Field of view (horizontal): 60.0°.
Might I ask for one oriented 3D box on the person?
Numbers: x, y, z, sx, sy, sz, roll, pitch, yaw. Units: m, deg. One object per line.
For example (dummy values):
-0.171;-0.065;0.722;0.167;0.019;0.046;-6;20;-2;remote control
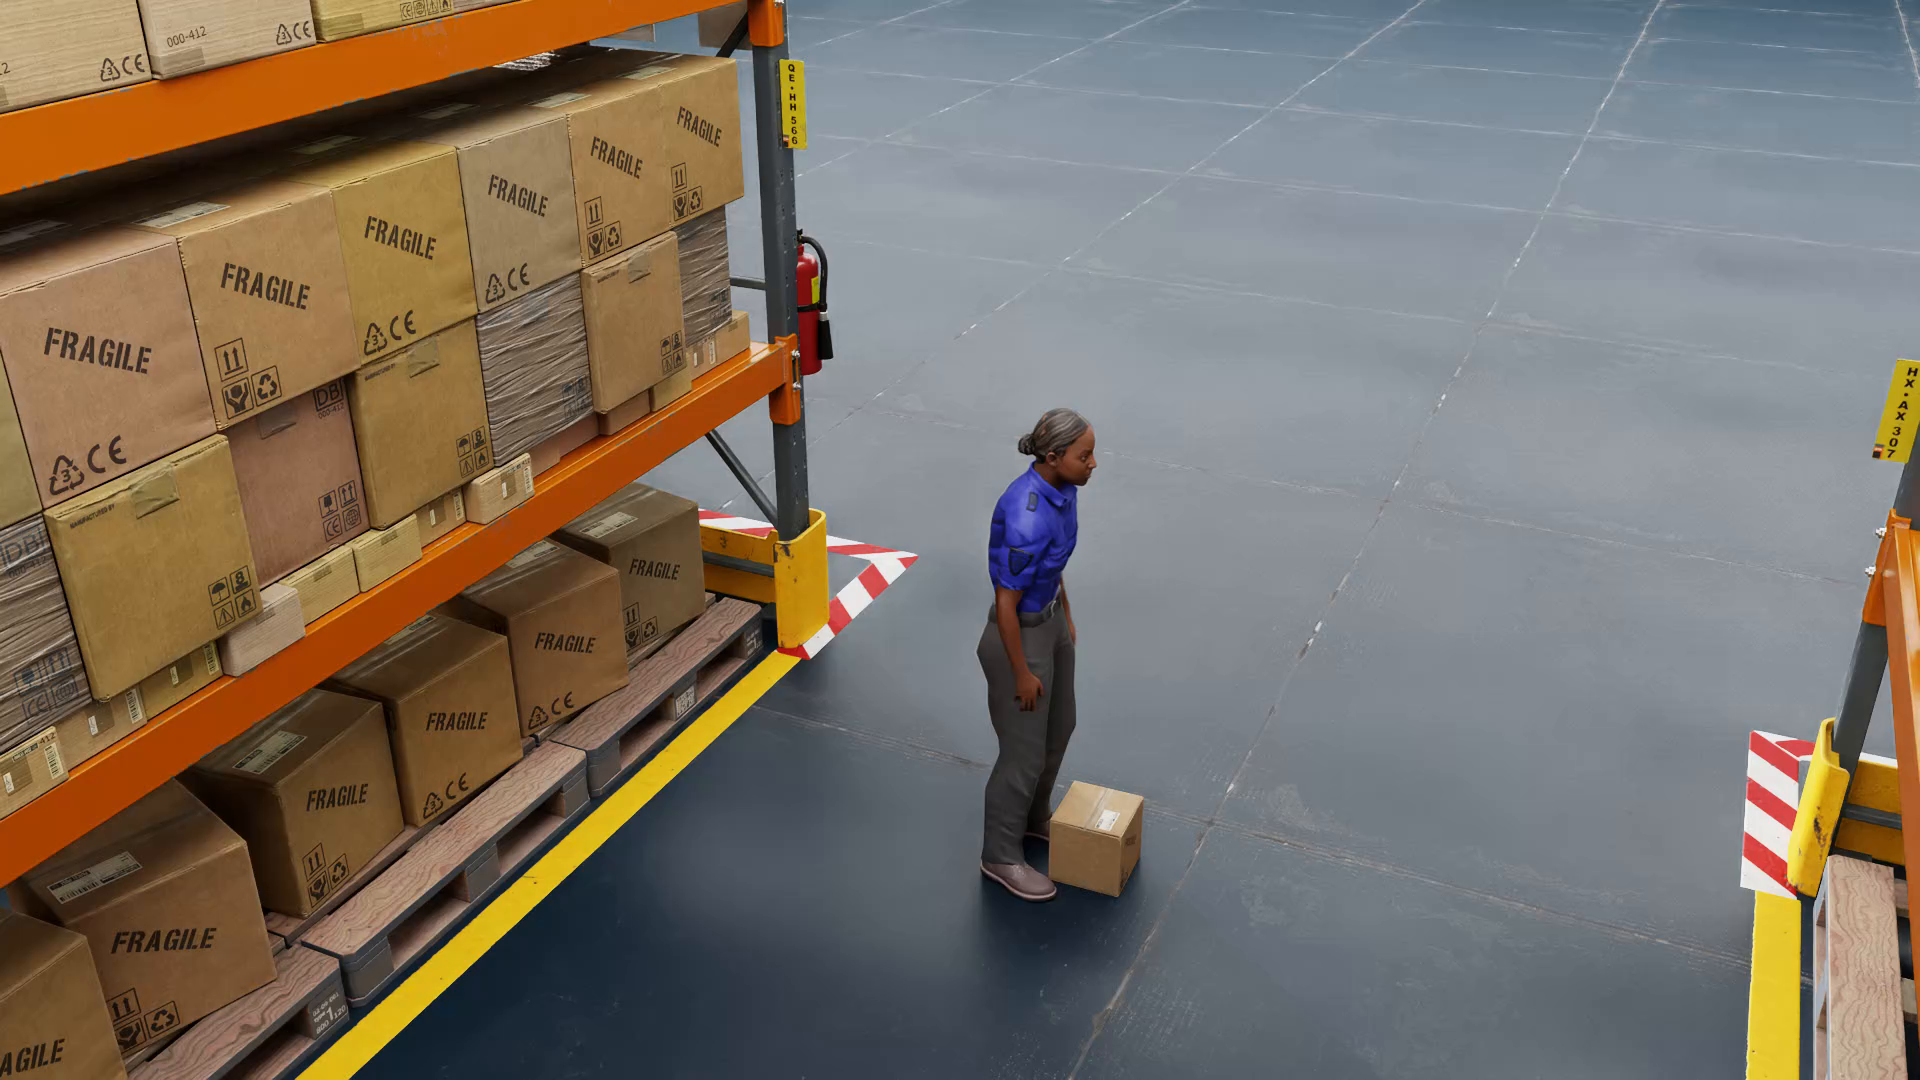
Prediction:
0.249;0.343;5.424;0.346;1.655;0.532;10;28;19;person
